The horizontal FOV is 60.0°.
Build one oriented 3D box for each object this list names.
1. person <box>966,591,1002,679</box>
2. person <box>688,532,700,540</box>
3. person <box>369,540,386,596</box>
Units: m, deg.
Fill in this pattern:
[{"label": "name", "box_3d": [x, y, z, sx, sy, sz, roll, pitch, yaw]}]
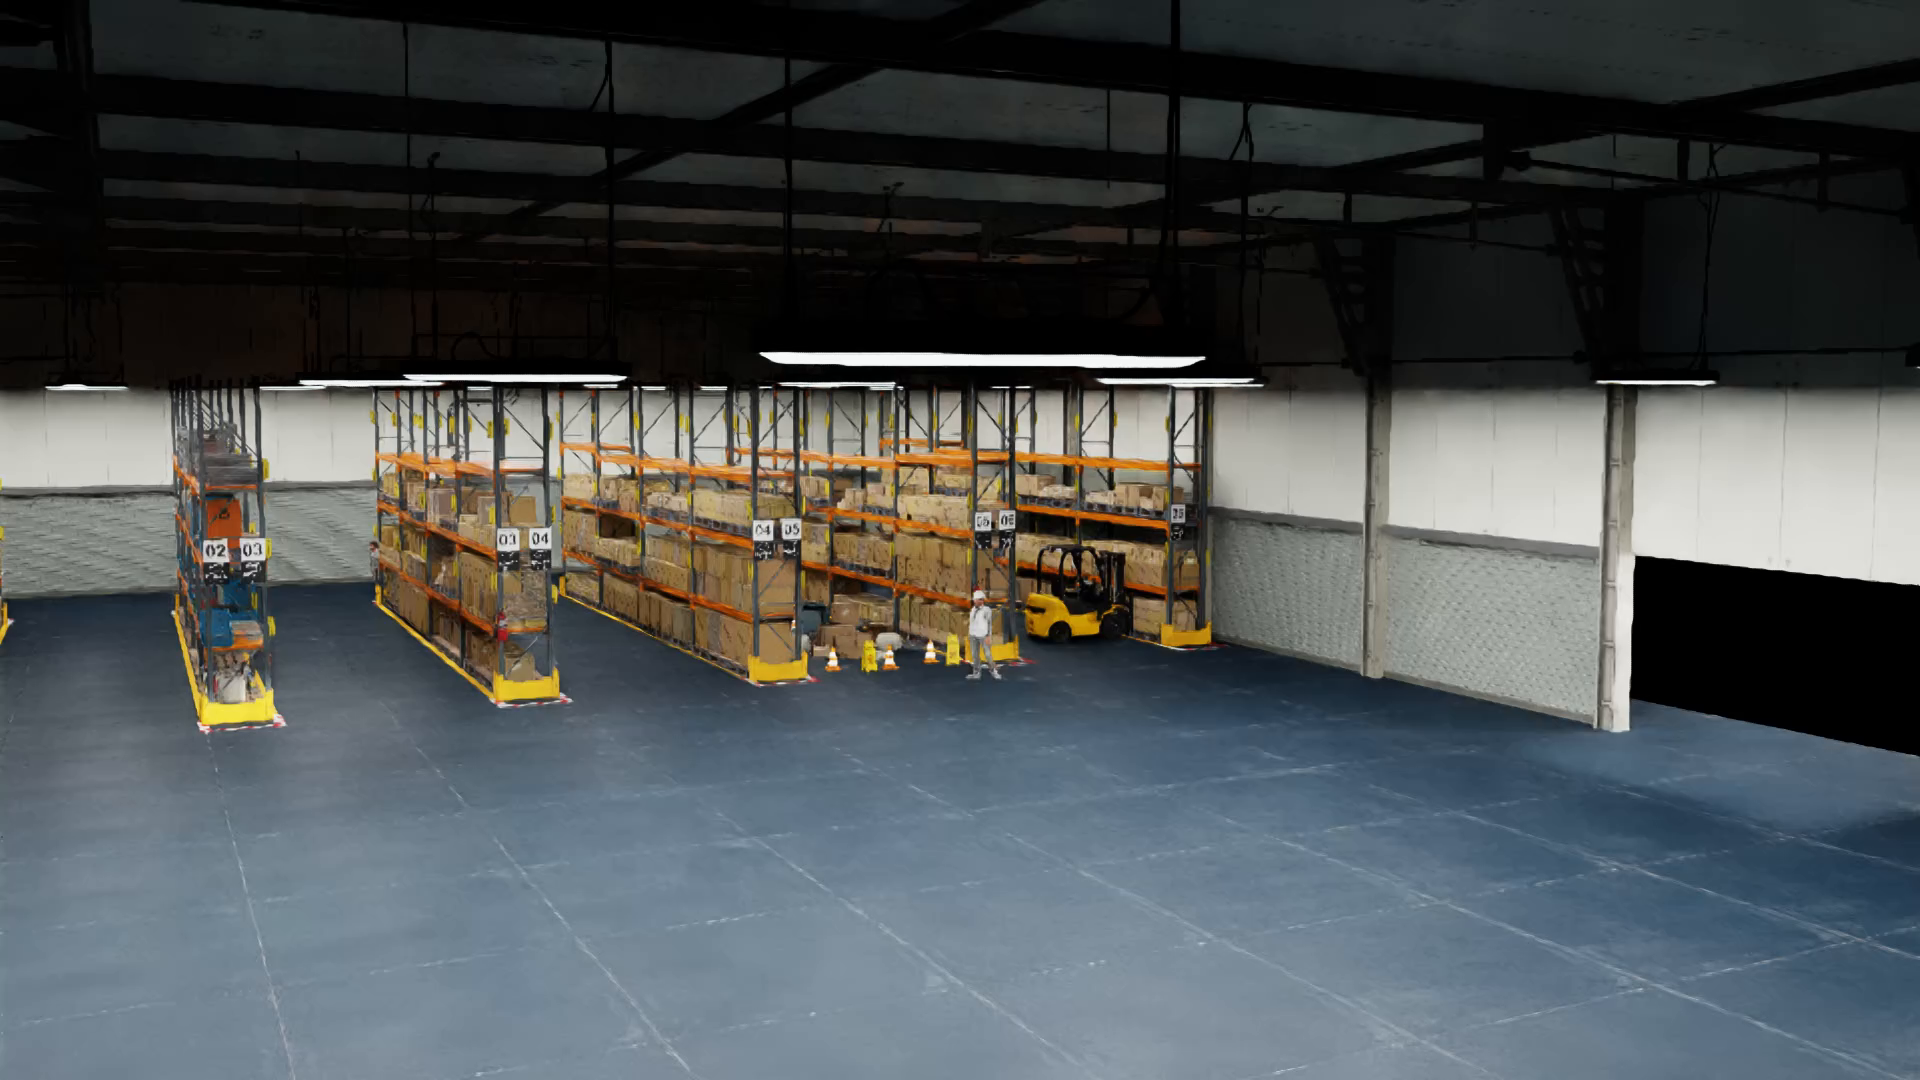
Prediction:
[{"label": "person", "box_3d": [0.476, 1.895, 33.220, 0.719, 1.769, 0.469, 4, 6, 36]}, {"label": "person", "box_3d": [-7.833, 0.494, 48.785, 0.524, 1.790, 0.651, -4, 7, -41]}, {"label": "person", "box_3d": [-16.353, 0.774, 46.765, 0.475, 1.590, 0.476, 1, 5, 13]}]
